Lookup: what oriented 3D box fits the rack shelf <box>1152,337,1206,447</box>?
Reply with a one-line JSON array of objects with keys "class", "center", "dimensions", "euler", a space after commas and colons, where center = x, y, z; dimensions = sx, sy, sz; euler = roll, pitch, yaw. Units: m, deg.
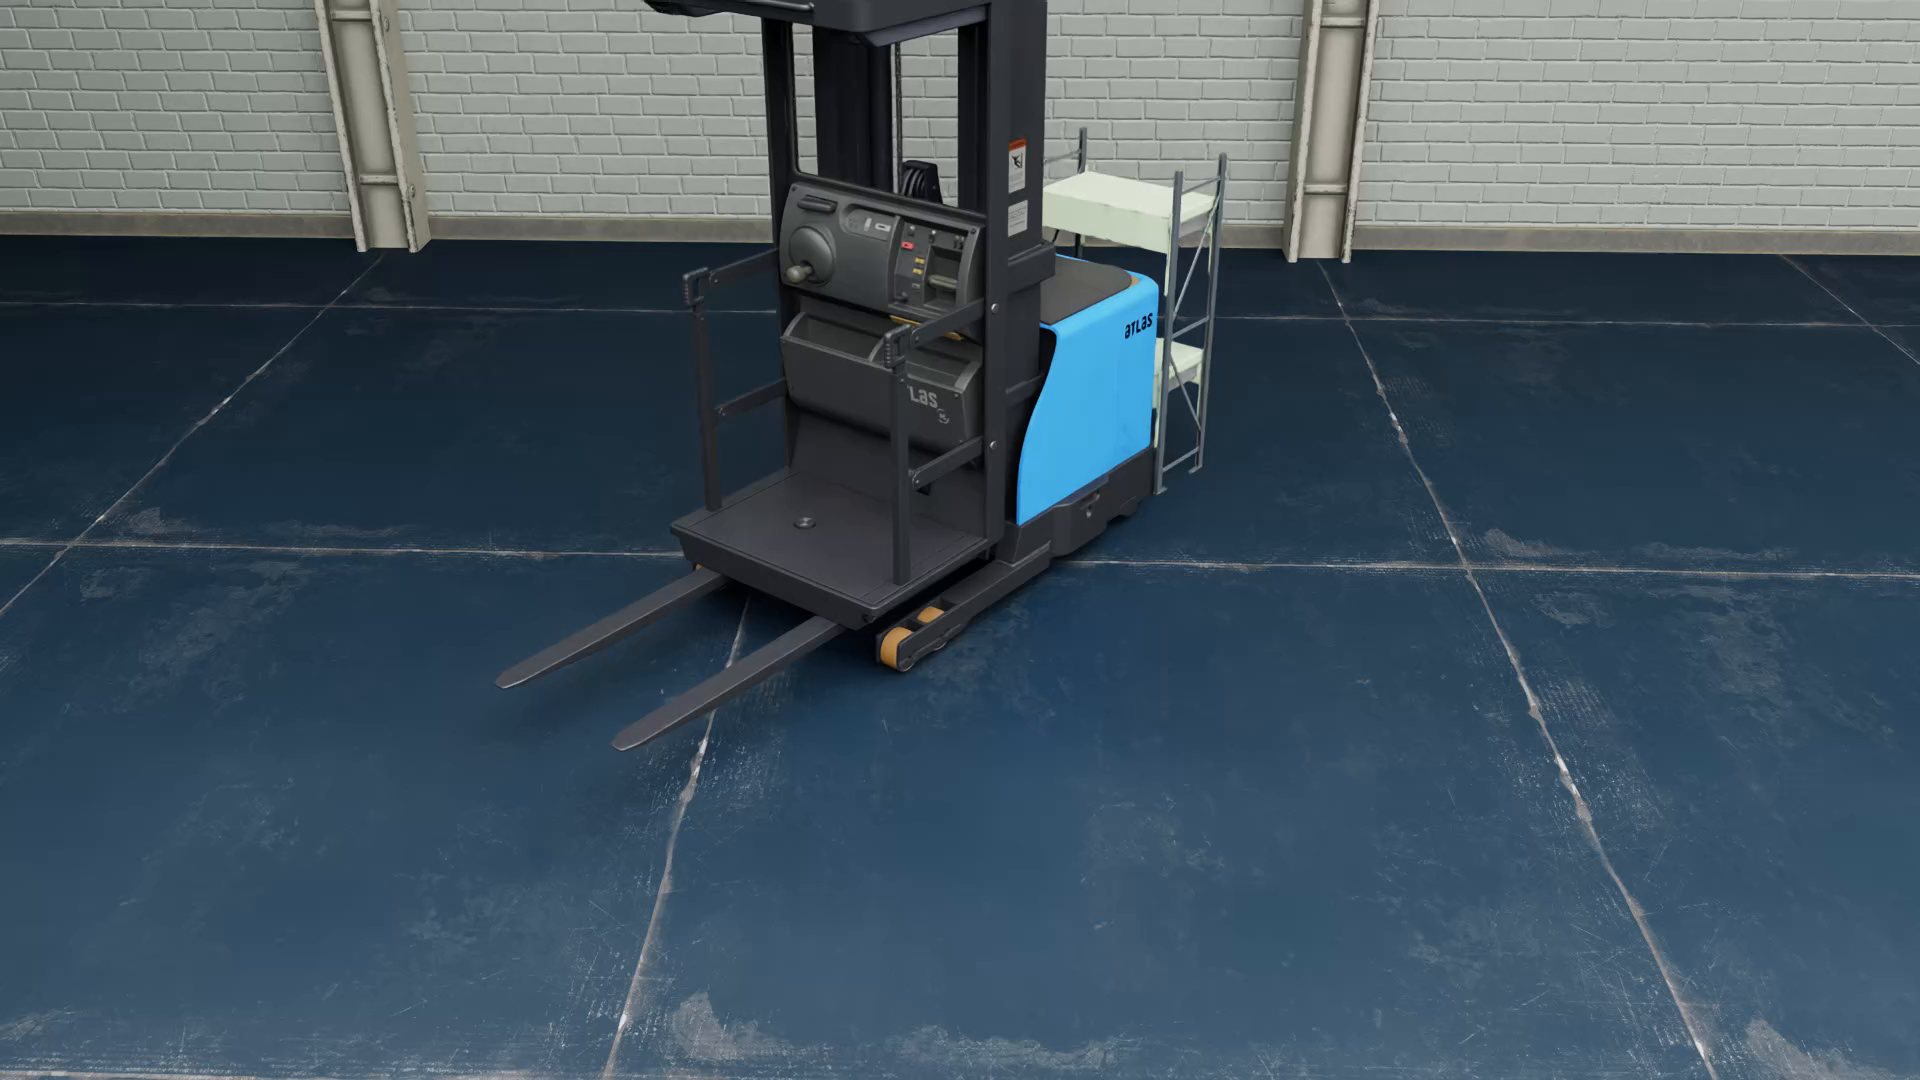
[{"class": "rack shelf", "center": [0.733, -0.760, 7.773], "dimensions": [0.720, 0.370, 0.431], "euler": [20, 33, 33]}]

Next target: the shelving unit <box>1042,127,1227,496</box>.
[{"class": "shelving unit", "center": [0.735, -1.049, 7.623], "dimensions": [0.755, 1.500, 0.431], "euler": [20, 33, 33]}]

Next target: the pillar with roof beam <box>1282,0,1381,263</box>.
[{"class": "pillar with roof beam", "center": [2.140, -3.800, 4.811], "dimensions": [0.400, 9.000, 9.100], "euler": [1, 28, 2]}]

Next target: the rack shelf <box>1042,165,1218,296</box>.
[{"class": "rack shelf", "center": [0.738, -1.395, 7.443], "dimensions": [0.720, 0.370, 0.431], "euler": [20, 33, 33]}]

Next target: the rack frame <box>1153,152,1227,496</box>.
[{"class": "rack frame", "center": [1.023, -0.944, 7.424], "dimensions": [0.023, 1.500, 0.400], "euler": [20, 33, 33]}]

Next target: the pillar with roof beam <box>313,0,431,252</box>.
[{"class": "pillar with roof beam", "center": [-3.856, -3.899, 4.998], "dimensions": [0.400, 9.000, 9.100], "euler": [1, 28, 2]}]

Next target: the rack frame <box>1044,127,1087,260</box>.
[{"class": "rack frame", "center": [0.447, -1.155, 7.822], "dimensions": [0.023, 1.500, 0.400], "euler": [20, 33, 33]}]

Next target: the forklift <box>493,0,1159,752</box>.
[{"class": "forklift", "center": [-0.442, -1.059, 6.118], "dimensions": [1.130, 2.935, 3.031], "euler": [20, 34, 33]}]
